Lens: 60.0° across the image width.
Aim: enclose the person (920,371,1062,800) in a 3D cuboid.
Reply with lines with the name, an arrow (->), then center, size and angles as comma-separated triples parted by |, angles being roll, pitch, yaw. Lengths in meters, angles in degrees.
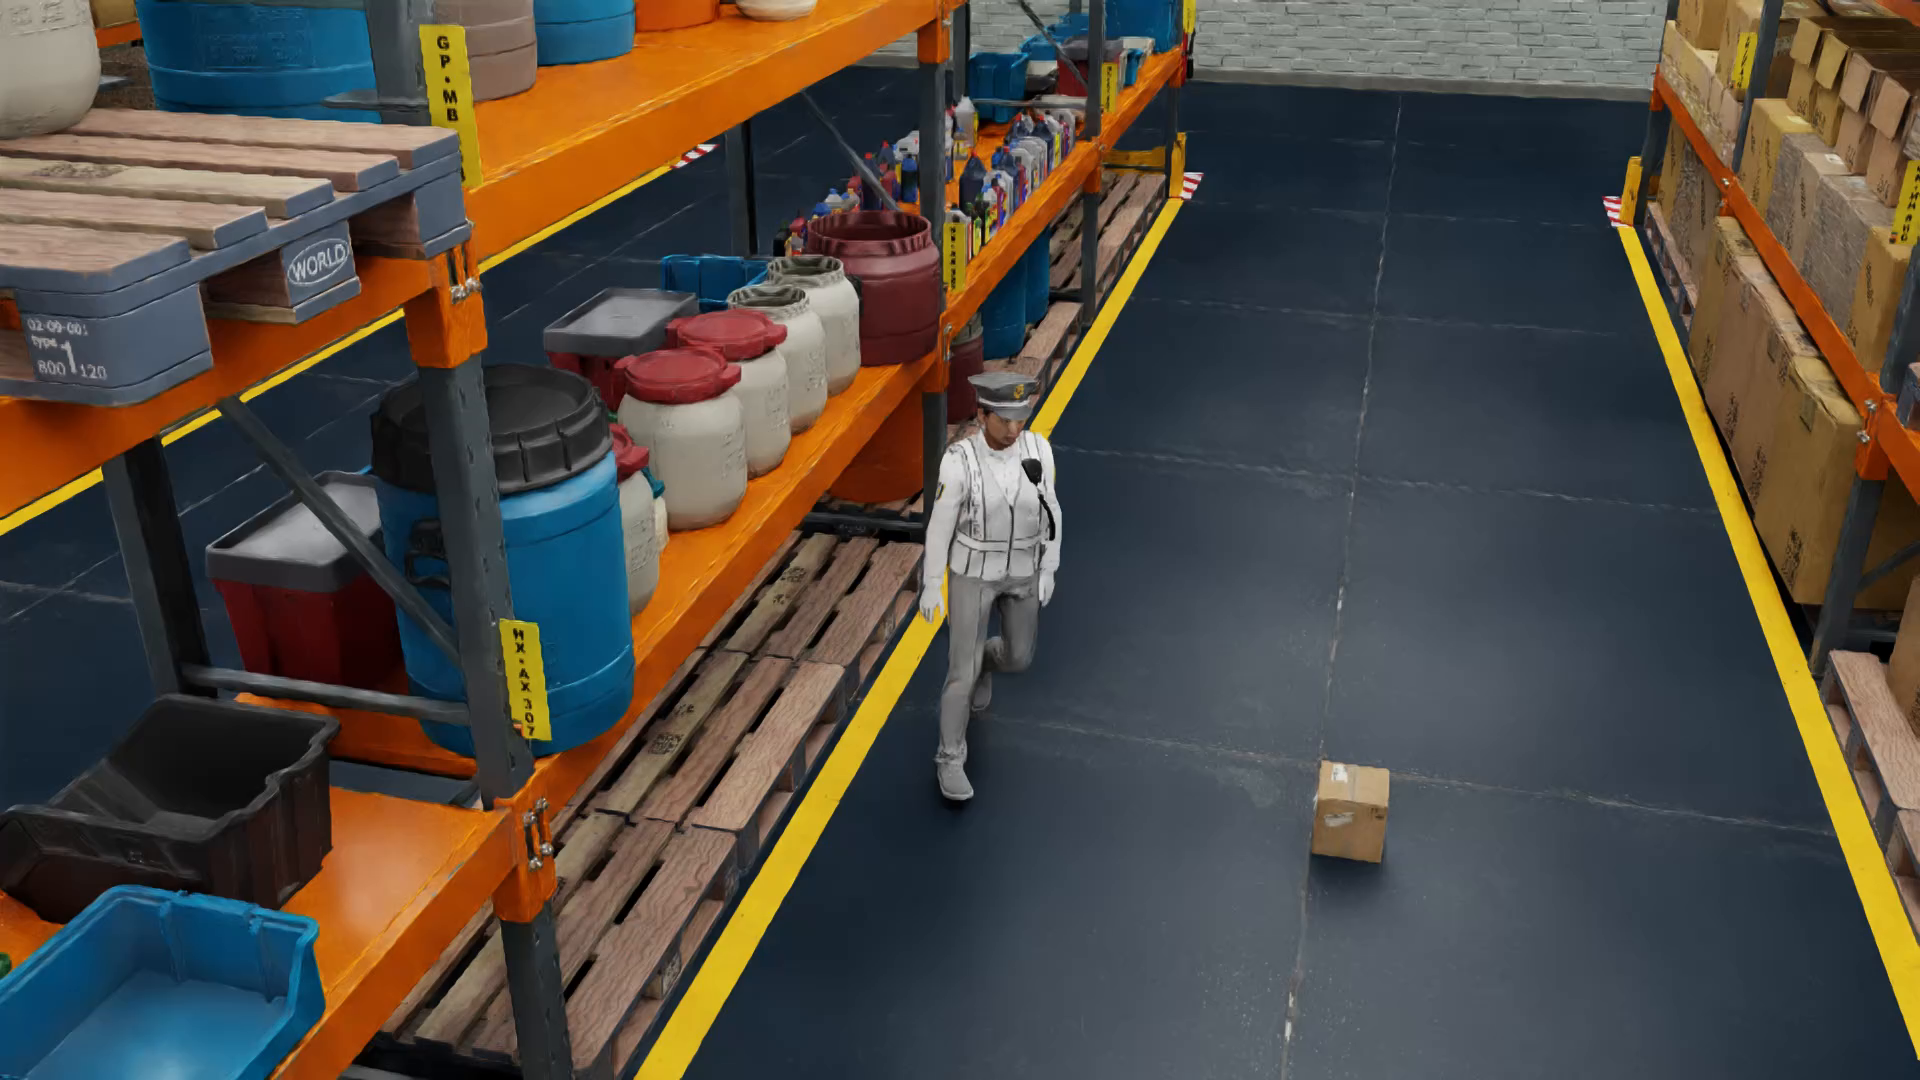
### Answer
person -> 0.061, 0.109, 6.385 | 0.596, 1.637, 0.684 | -14, 29, -28
